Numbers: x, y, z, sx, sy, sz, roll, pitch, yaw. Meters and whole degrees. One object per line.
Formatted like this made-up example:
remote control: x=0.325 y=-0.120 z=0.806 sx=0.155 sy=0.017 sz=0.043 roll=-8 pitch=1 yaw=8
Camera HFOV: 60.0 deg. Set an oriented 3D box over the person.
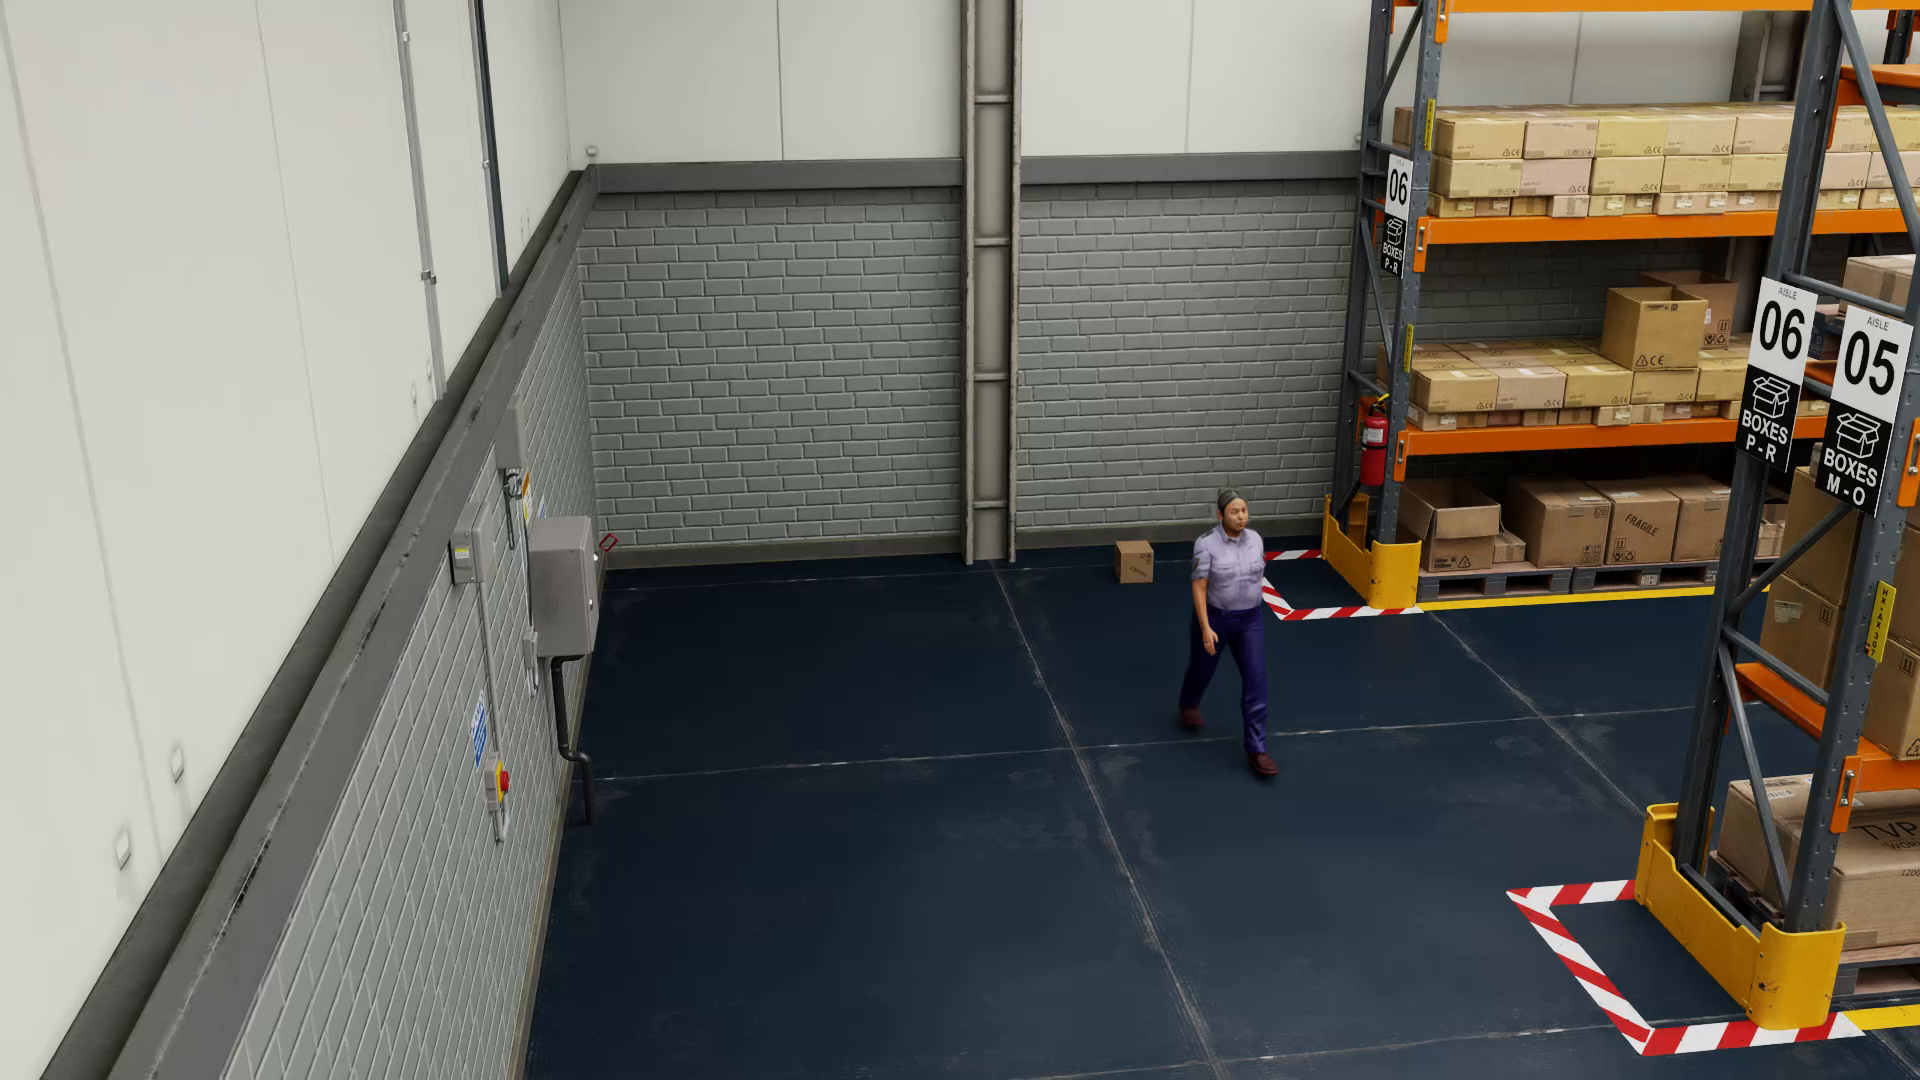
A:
person: x=1.577 y=0.493 z=9.745 sx=0.478 sy=1.588 sz=0.996 roll=-4 pitch=21 yaw=-11
